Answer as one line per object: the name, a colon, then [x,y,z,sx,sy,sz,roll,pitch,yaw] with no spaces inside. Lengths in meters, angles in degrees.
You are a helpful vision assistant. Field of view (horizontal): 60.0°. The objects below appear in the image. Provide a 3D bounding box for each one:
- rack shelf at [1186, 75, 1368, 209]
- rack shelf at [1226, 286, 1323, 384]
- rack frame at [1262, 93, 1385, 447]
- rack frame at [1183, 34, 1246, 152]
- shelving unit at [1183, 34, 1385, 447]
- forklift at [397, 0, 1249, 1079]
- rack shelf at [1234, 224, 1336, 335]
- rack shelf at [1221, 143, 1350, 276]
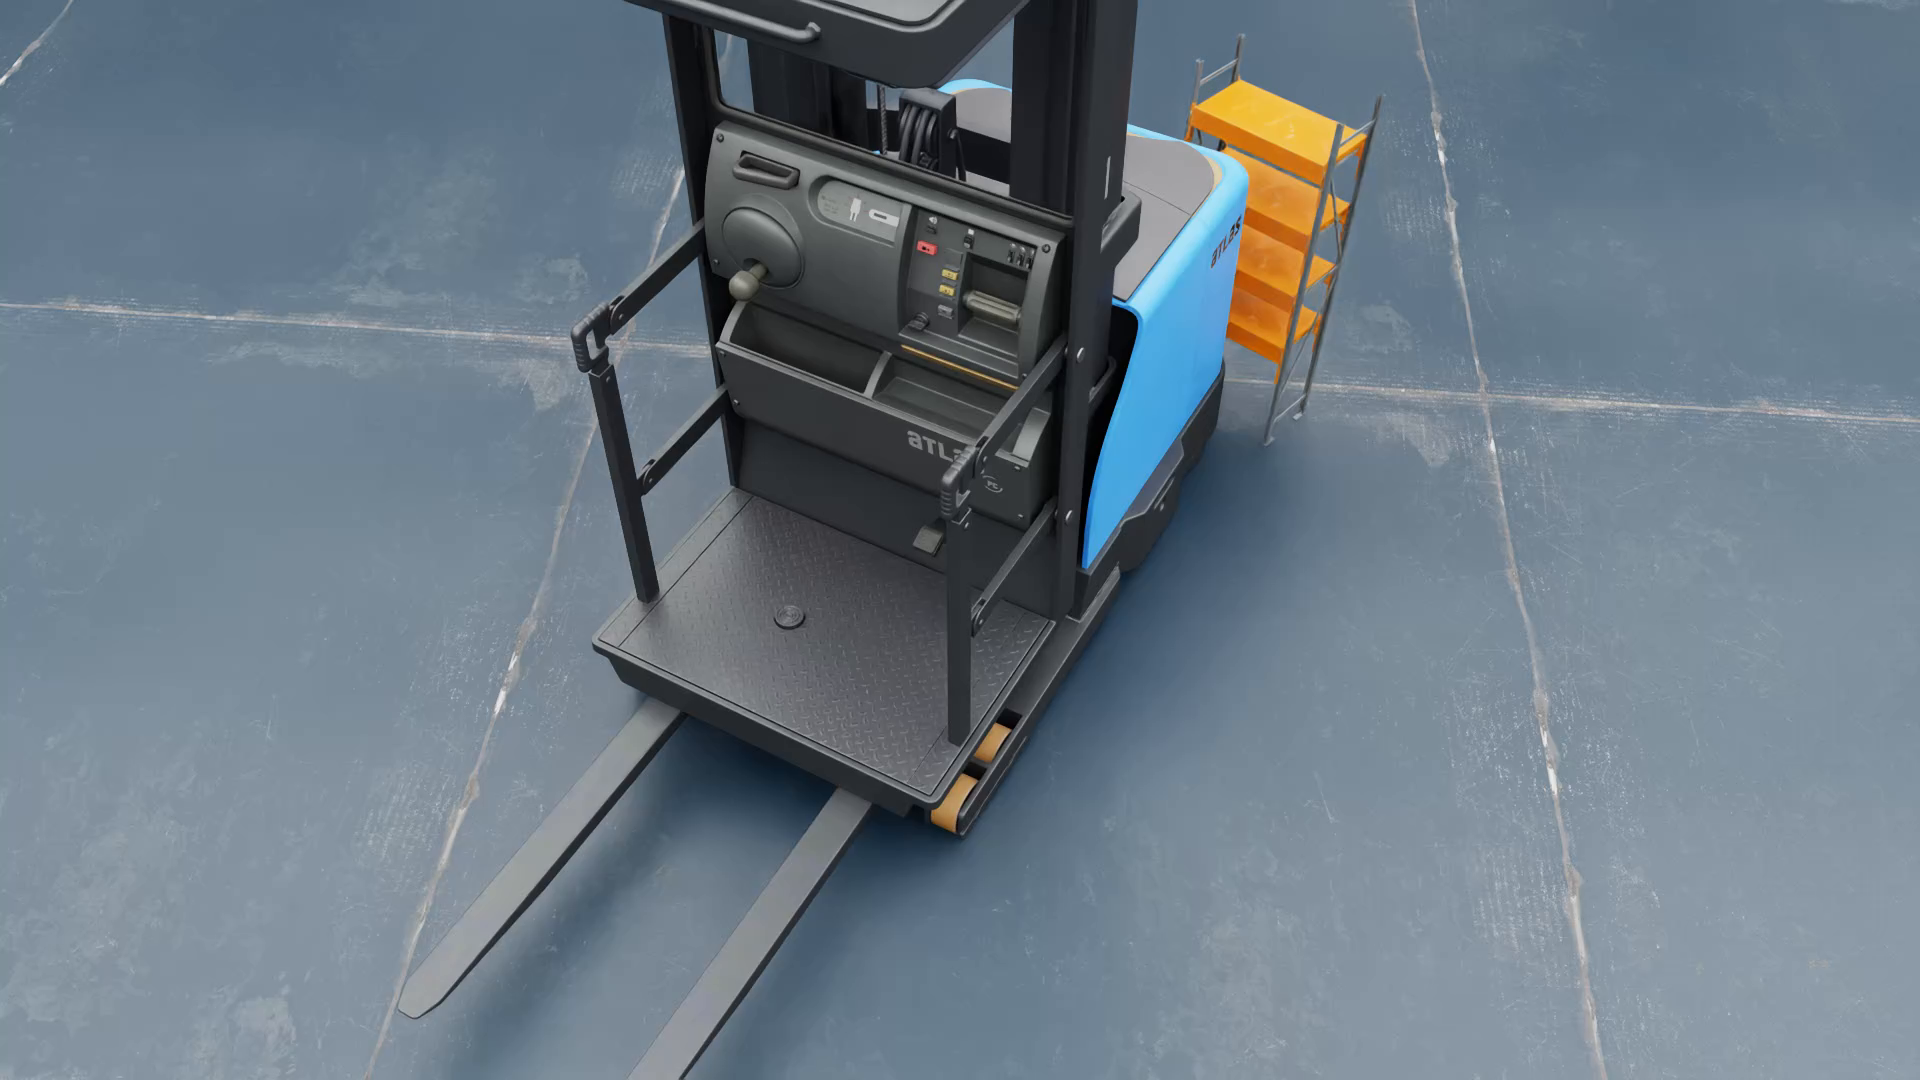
rack shelf: [0.951,-1.200,4.991,0.480,0.148,0.258,33,51,26]
rack shelf: [0.918,-0.730,5.451,0.480,0.148,0.258,33,51,26]
rack frame: [1.115,-0.800,5.157,0.015,1.200,0.240,33,51,26]
rack frame: [0.748,-1.038,5.374,0.015,1.200,0.240,33,51,26]
shelving unit: [0.932,-0.919,5.266,0.503,1.200,0.258,33,51,26]
forklift: [-0.305,-0.586,3.800,1.130,2.935,3.031,22,51,19]
rack shelf: [0.928,-0.871,5.313,0.480,0.148,0.258,33,51,26]
rack shelf: [0.939,-1.031,5.156,0.480,0.148,0.258,33,51,26]
